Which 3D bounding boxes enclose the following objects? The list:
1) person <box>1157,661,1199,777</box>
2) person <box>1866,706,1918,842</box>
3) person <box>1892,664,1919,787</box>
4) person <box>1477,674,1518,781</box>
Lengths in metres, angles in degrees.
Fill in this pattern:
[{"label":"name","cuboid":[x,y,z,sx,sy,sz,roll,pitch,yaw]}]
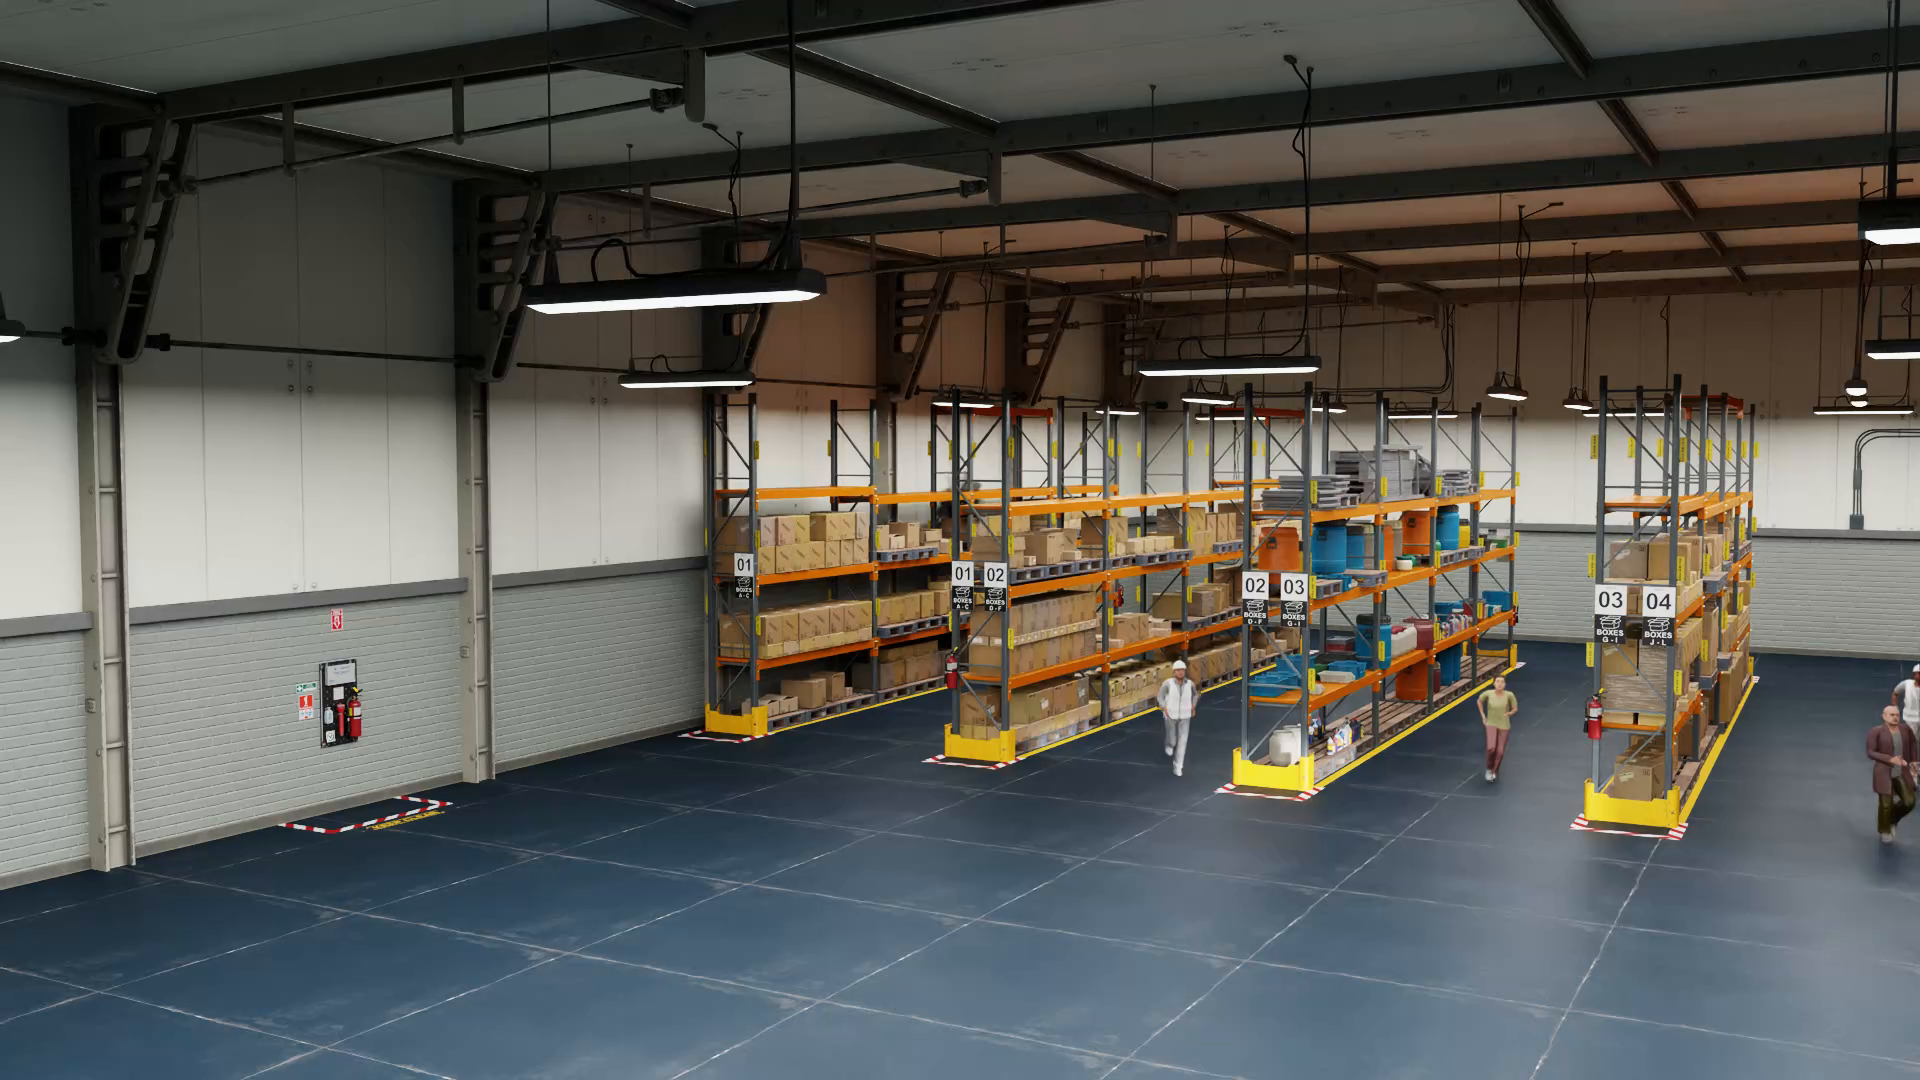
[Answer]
[{"label":"person","cuboid":[3.397,2.745,25.876,0.665,1.753,0.930,0,3,-2]},{"label":"person","cuboid":[11.887,2.987,21.122,0.711,1.754,0.682,0,3,5]},{"label":"person","cuboid":[14.428,2.771,25.028,0.703,1.838,0.850,1,3,24]},{"label":"person","cuboid":[8.084,2.818,24.991,0.573,1.627,0.653,1,3,12]}]
